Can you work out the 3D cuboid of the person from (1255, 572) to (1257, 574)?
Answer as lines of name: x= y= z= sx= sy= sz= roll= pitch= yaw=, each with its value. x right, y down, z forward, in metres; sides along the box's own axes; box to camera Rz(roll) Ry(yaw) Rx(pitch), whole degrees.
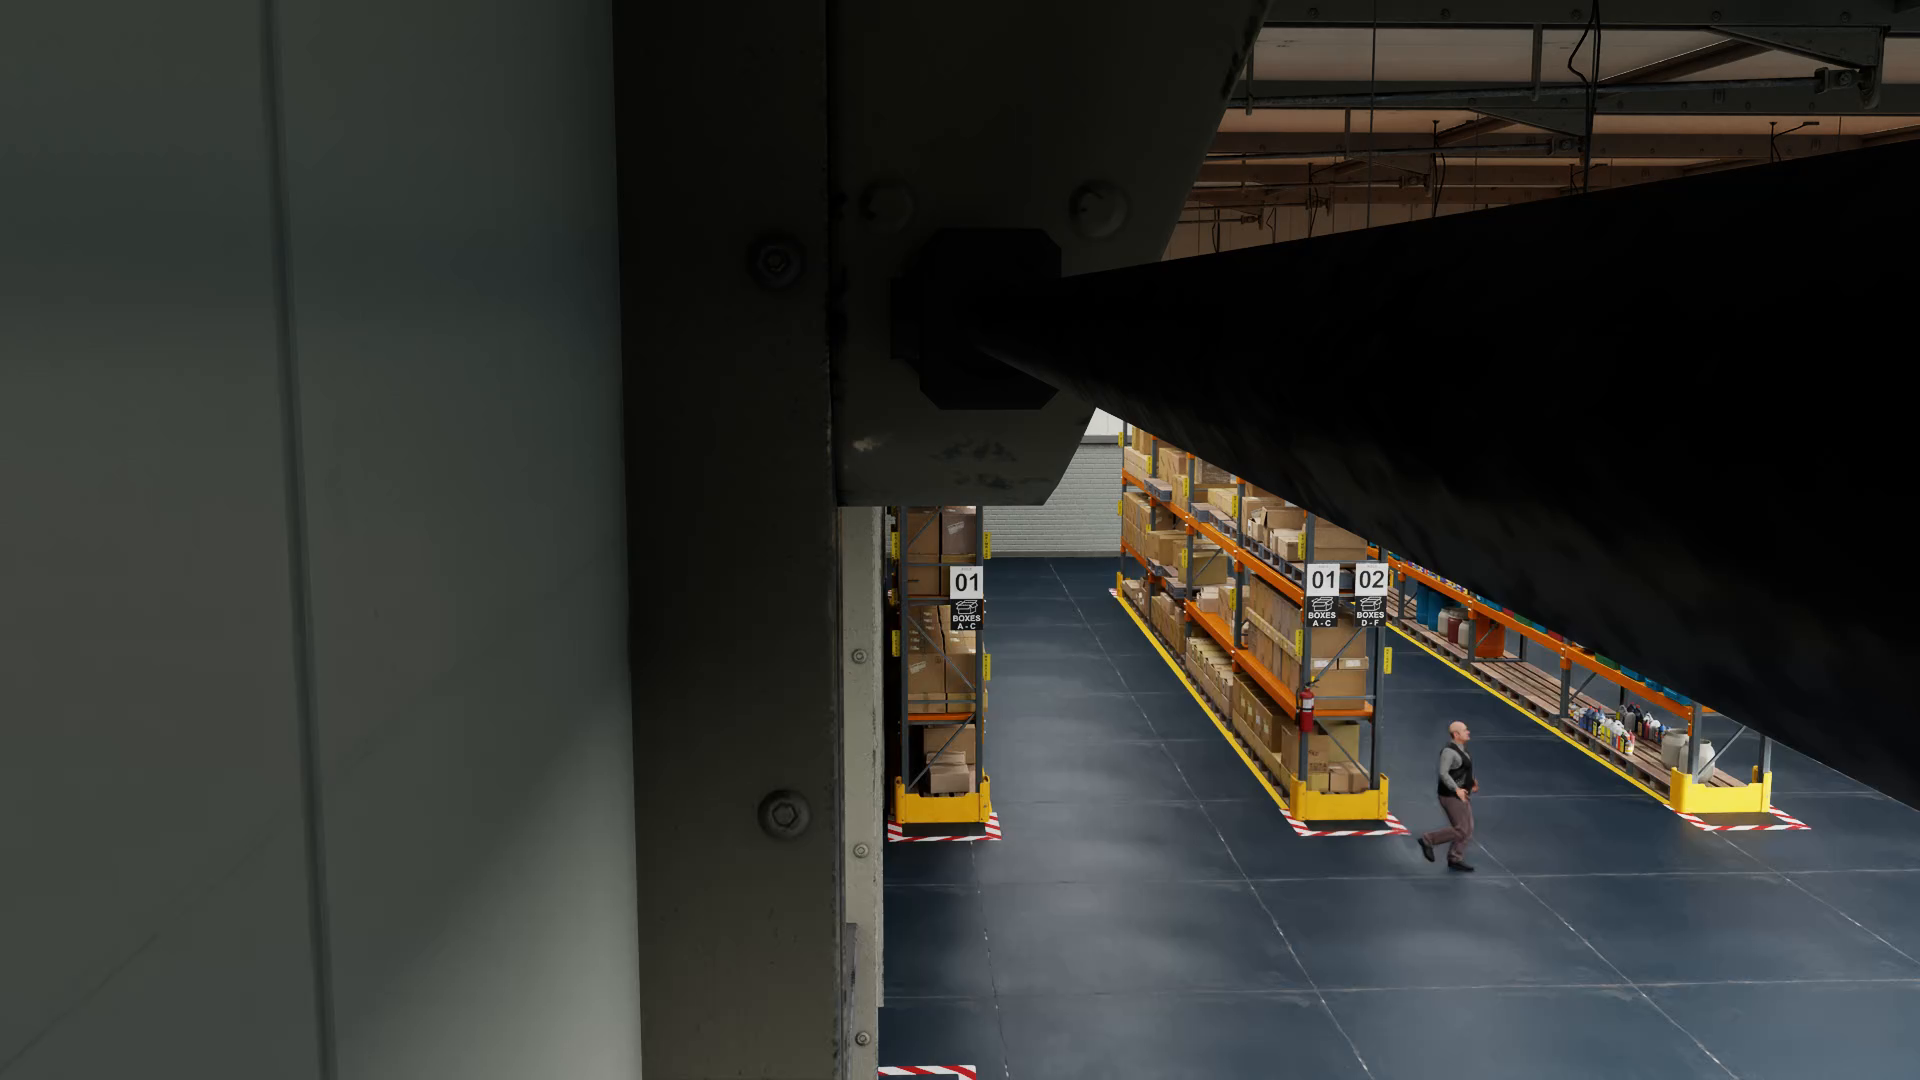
person: x=6.288 y=0.753 z=33.733 sx=0.579 sy=1.740 sz=0.832 roll=-2 pitch=8 yaw=-15

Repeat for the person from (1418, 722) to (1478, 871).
person: x=5.538 y=2.911 z=18.796 sx=0.616 sy=1.629 sz=0.682 roll=4 pitch=9 yaw=28
